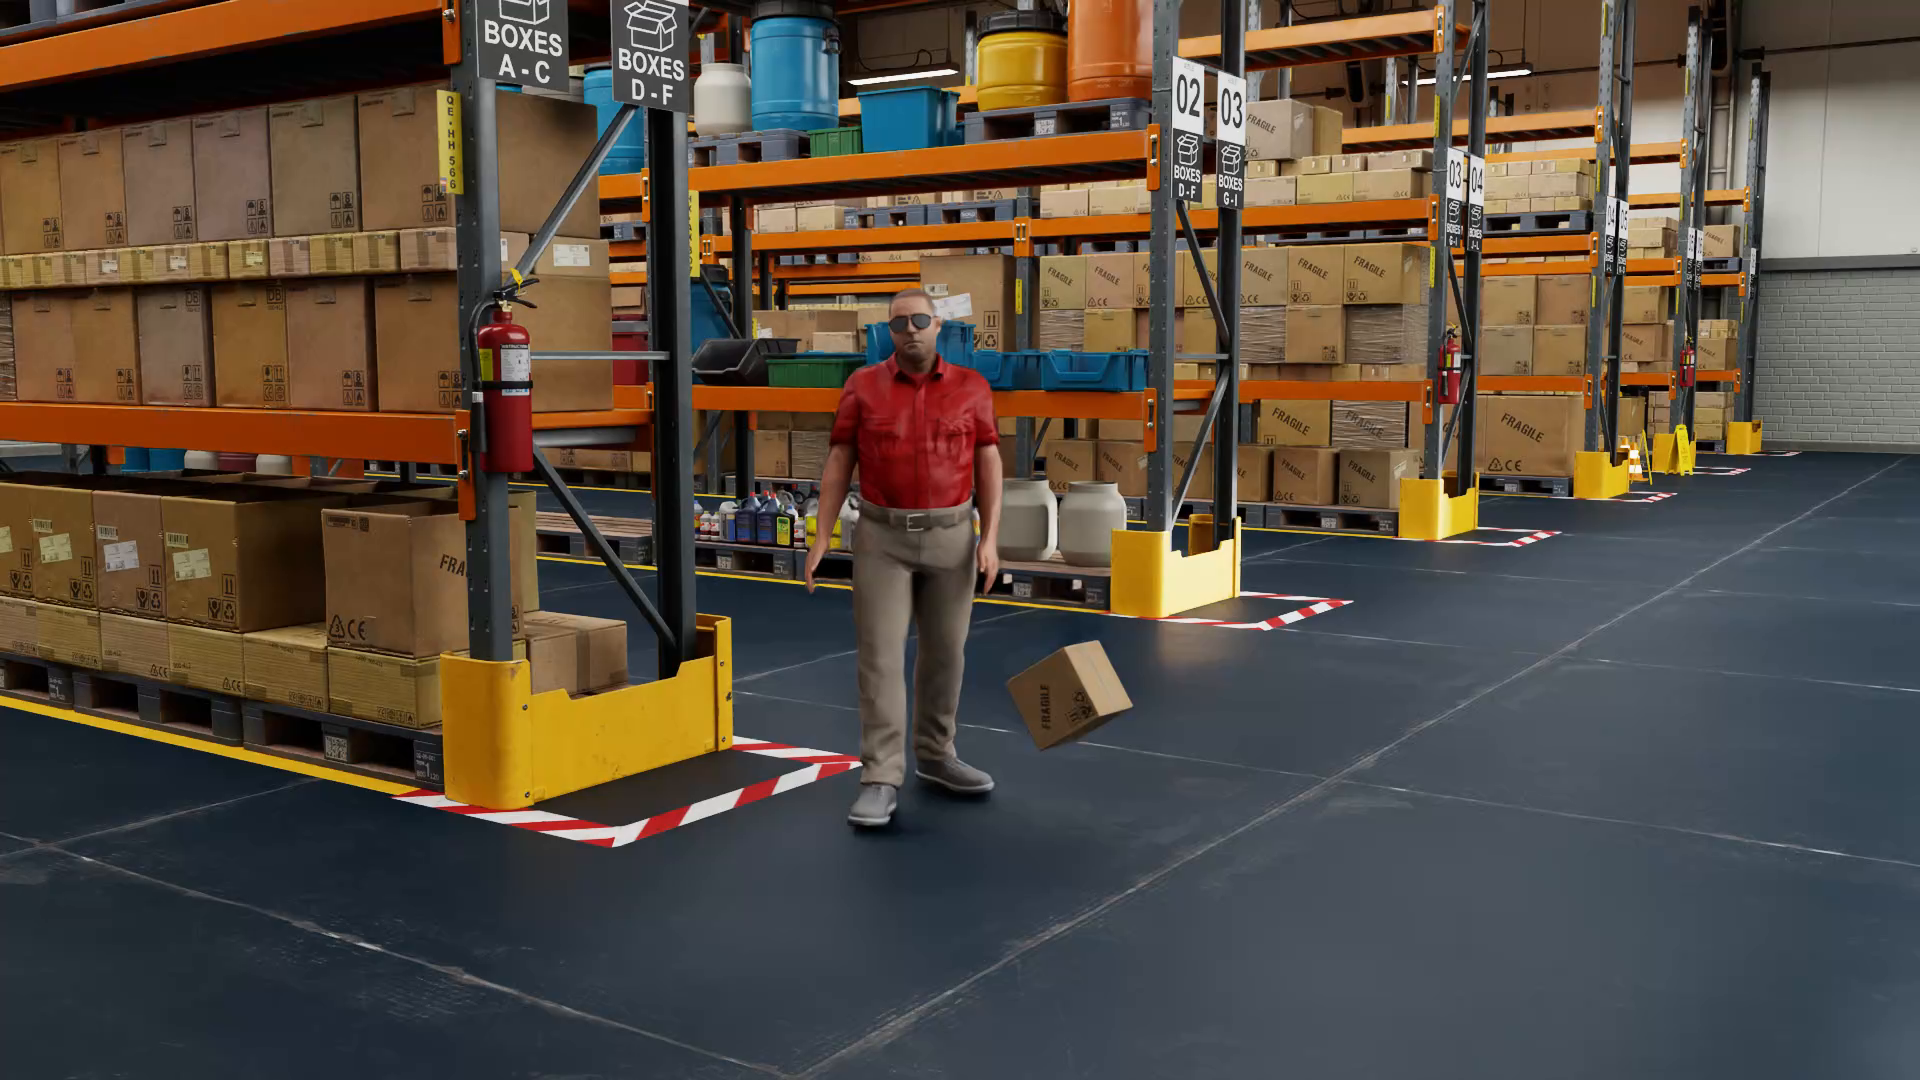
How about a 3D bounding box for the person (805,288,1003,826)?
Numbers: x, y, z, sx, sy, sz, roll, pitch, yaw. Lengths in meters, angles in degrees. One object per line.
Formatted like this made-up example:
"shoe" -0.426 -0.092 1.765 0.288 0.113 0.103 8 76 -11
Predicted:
"person" -0.180 0.032 5.488 0.664 1.717 0.644 -1 6 -9
